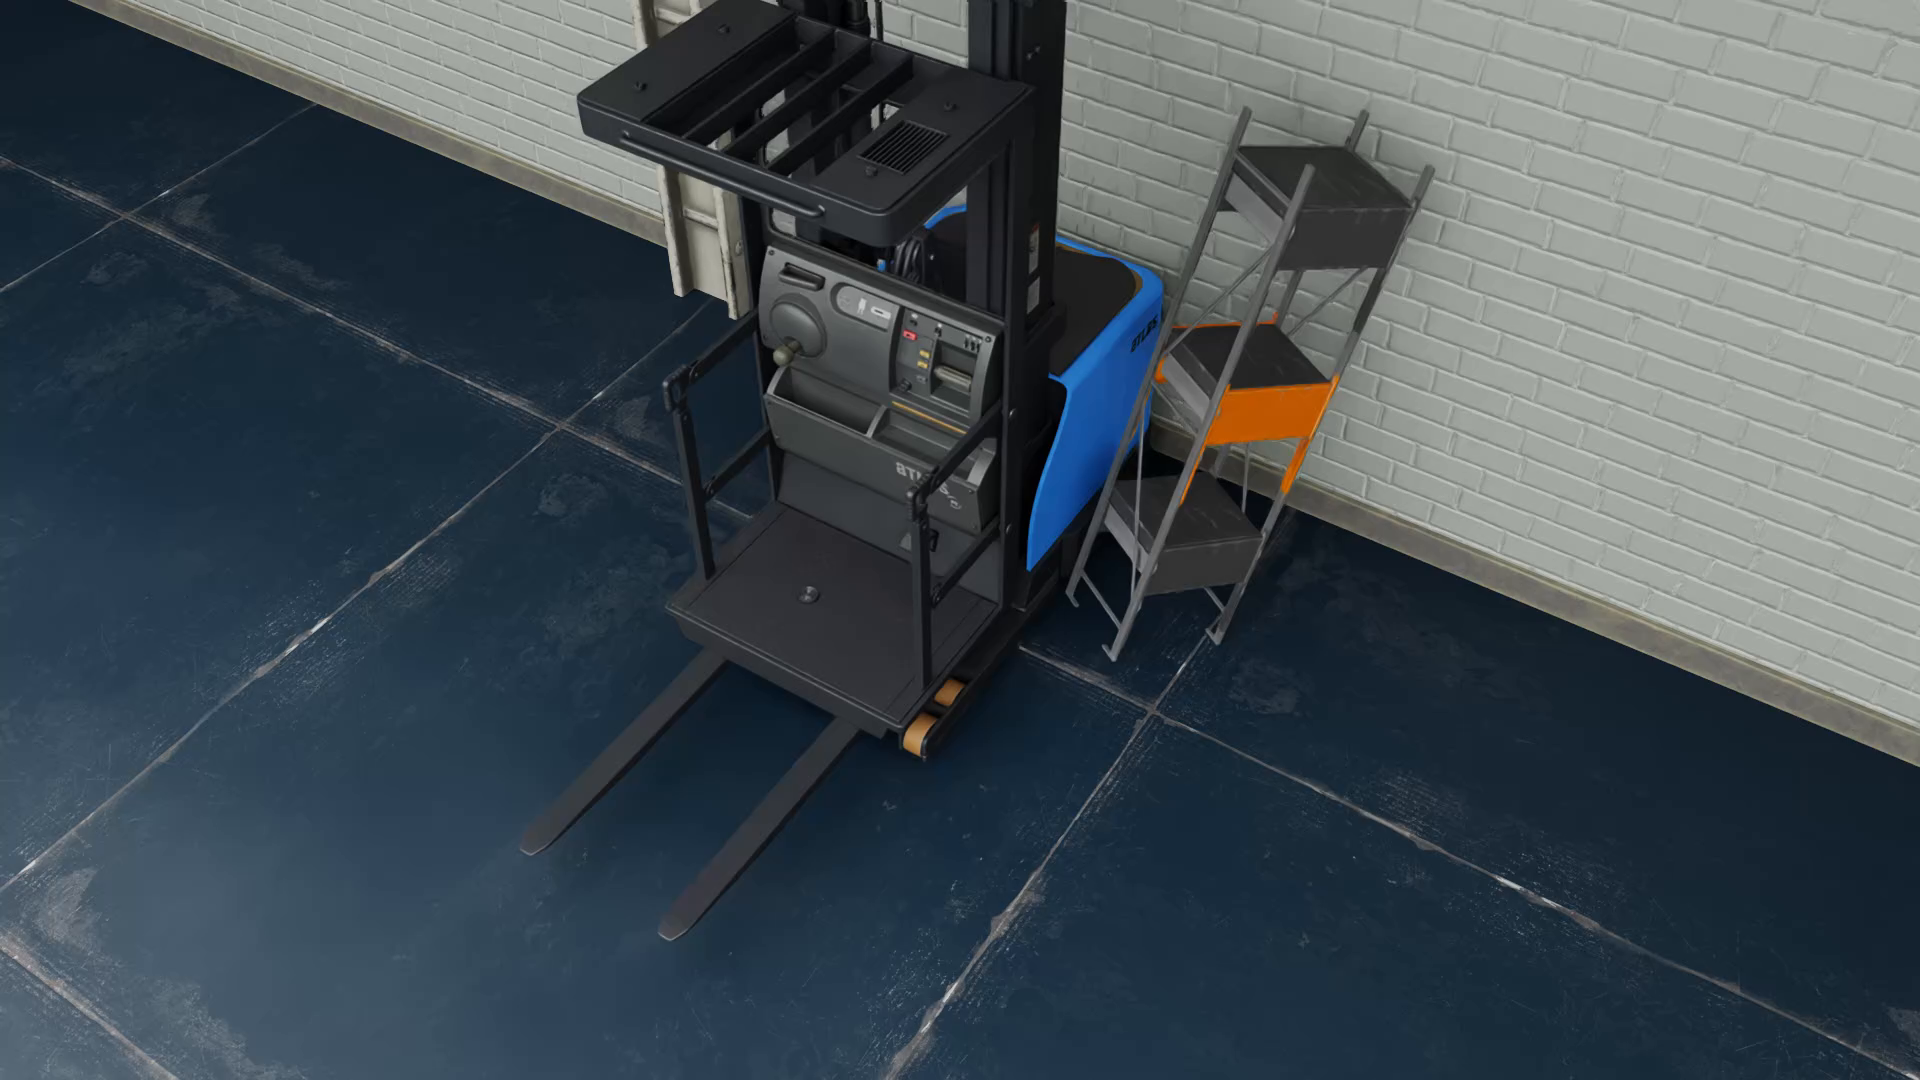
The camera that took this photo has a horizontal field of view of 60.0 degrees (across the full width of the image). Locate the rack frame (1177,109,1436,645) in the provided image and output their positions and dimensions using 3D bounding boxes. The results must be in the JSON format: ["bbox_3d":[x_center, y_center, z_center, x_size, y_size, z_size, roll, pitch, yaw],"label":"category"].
[{"bbox_3d":[1.179,-0.510,6.045,0.015,2.100,0.400,-7,43,-28],"label":"rack frame"}]

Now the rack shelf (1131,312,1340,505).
[{"bbox_3d":[0.961,-0.475,5.940,0.480,0.518,0.431,-7,43,-28],"label":"rack shelf"}]

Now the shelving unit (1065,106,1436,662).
[{"bbox_3d":[0.964,-0.485,5.932,0.503,2.100,0.431,-7,43,-28],"label":"shelving unit"}]

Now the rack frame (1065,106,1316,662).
[{"bbox_3d":[0.749,-0.461,5.819,0.015,2.100,0.400,-7,43,-28],"label":"rack frame"}]

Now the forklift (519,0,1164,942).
[{"bbox_3d":[-0.404,-0.606,5.517,1.130,2.935,3.031,25,51,22],"label":"forklift"}]

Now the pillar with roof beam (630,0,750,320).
[{"bbox_3d":[-3.478,-1.762,2.410,0.400,9.000,9.100,25,51,22],"label":"pillar with roof beam"}]

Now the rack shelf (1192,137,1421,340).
[{"bbox_3d":[1.124,-1.005,5.514,0.480,0.518,0.431,-7,43,-28],"label":"rack shelf"}]

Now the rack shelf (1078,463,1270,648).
[{"bbox_3d":[0.798,0.056,6.367,0.480,0.518,0.431,-7,43,-28],"label":"rack shelf"}]
